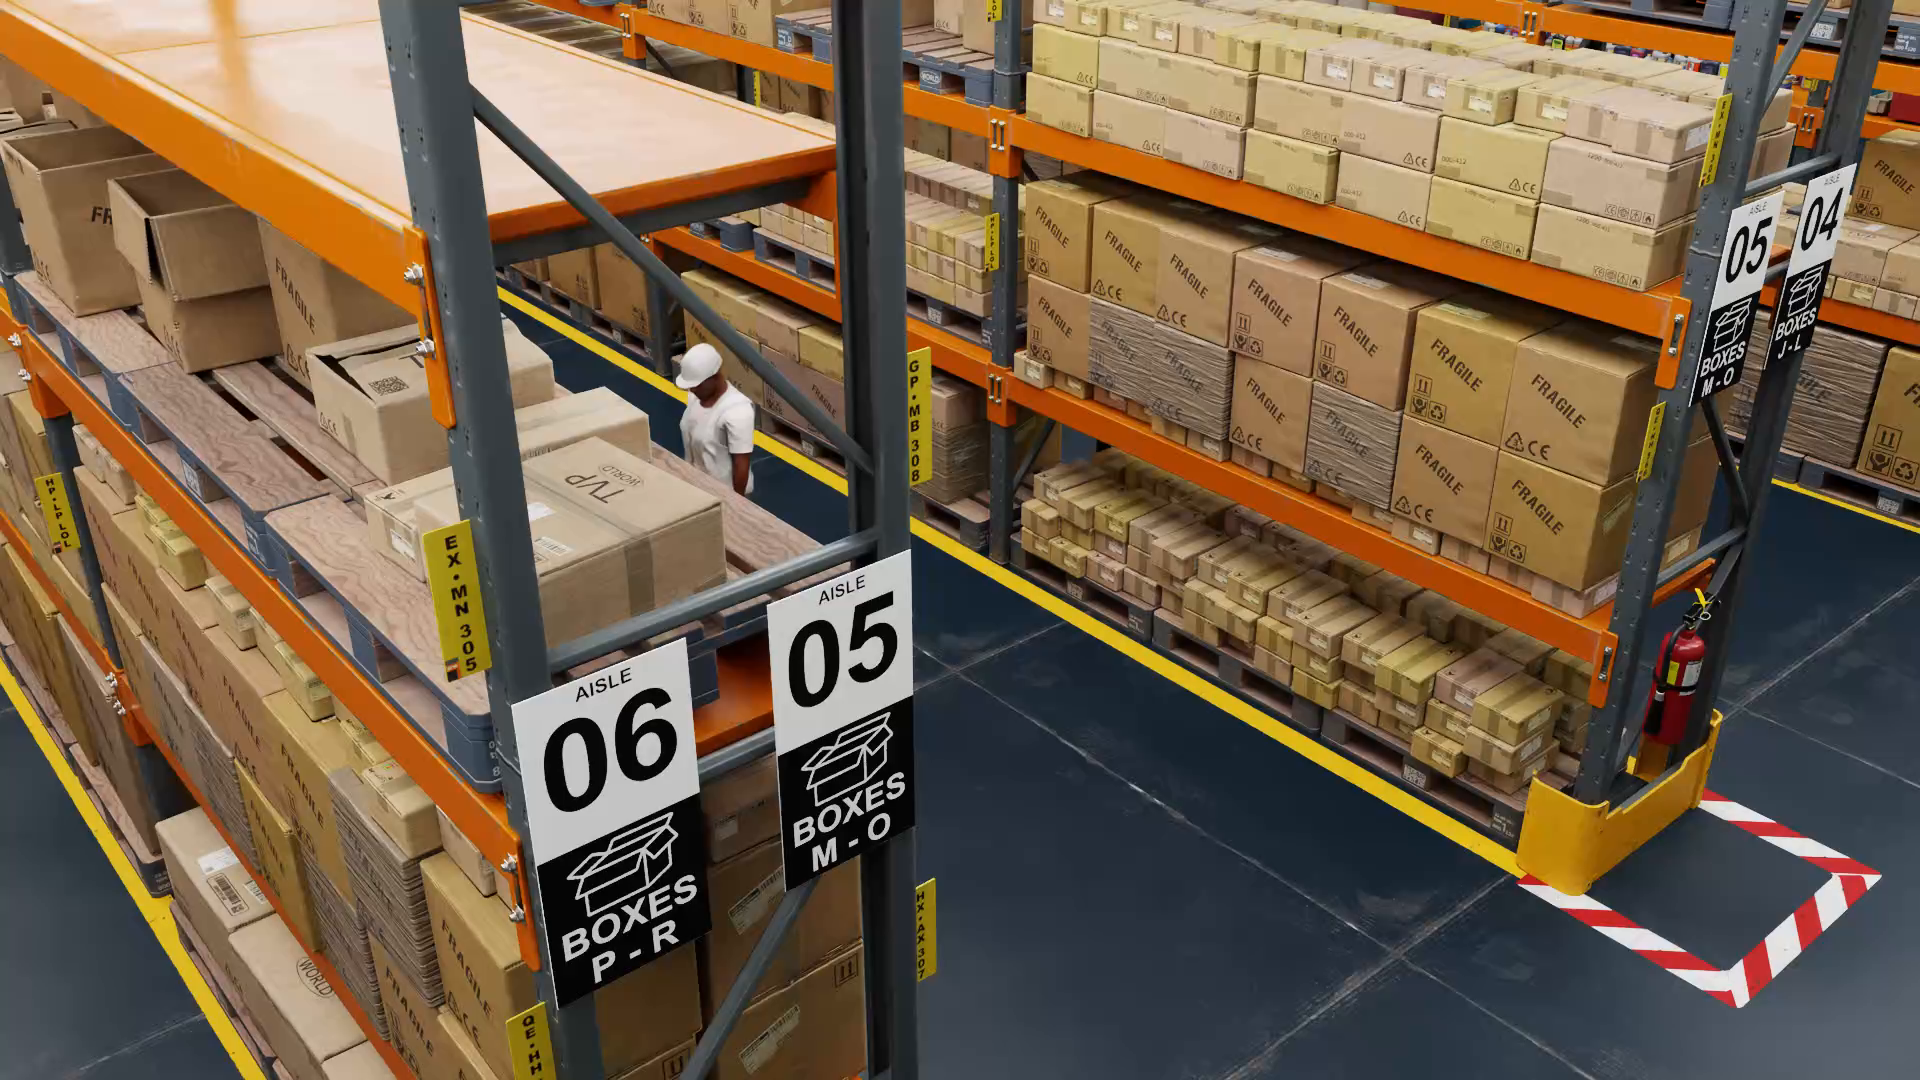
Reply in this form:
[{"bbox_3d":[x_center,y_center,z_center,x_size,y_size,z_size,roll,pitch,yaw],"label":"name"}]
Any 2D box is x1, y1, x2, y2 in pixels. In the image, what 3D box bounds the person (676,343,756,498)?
[{"bbox_3d":[-1.359,-0.281,9.312,0.384,1.751,0.573,-21,34,-34],"label":"person"}]
